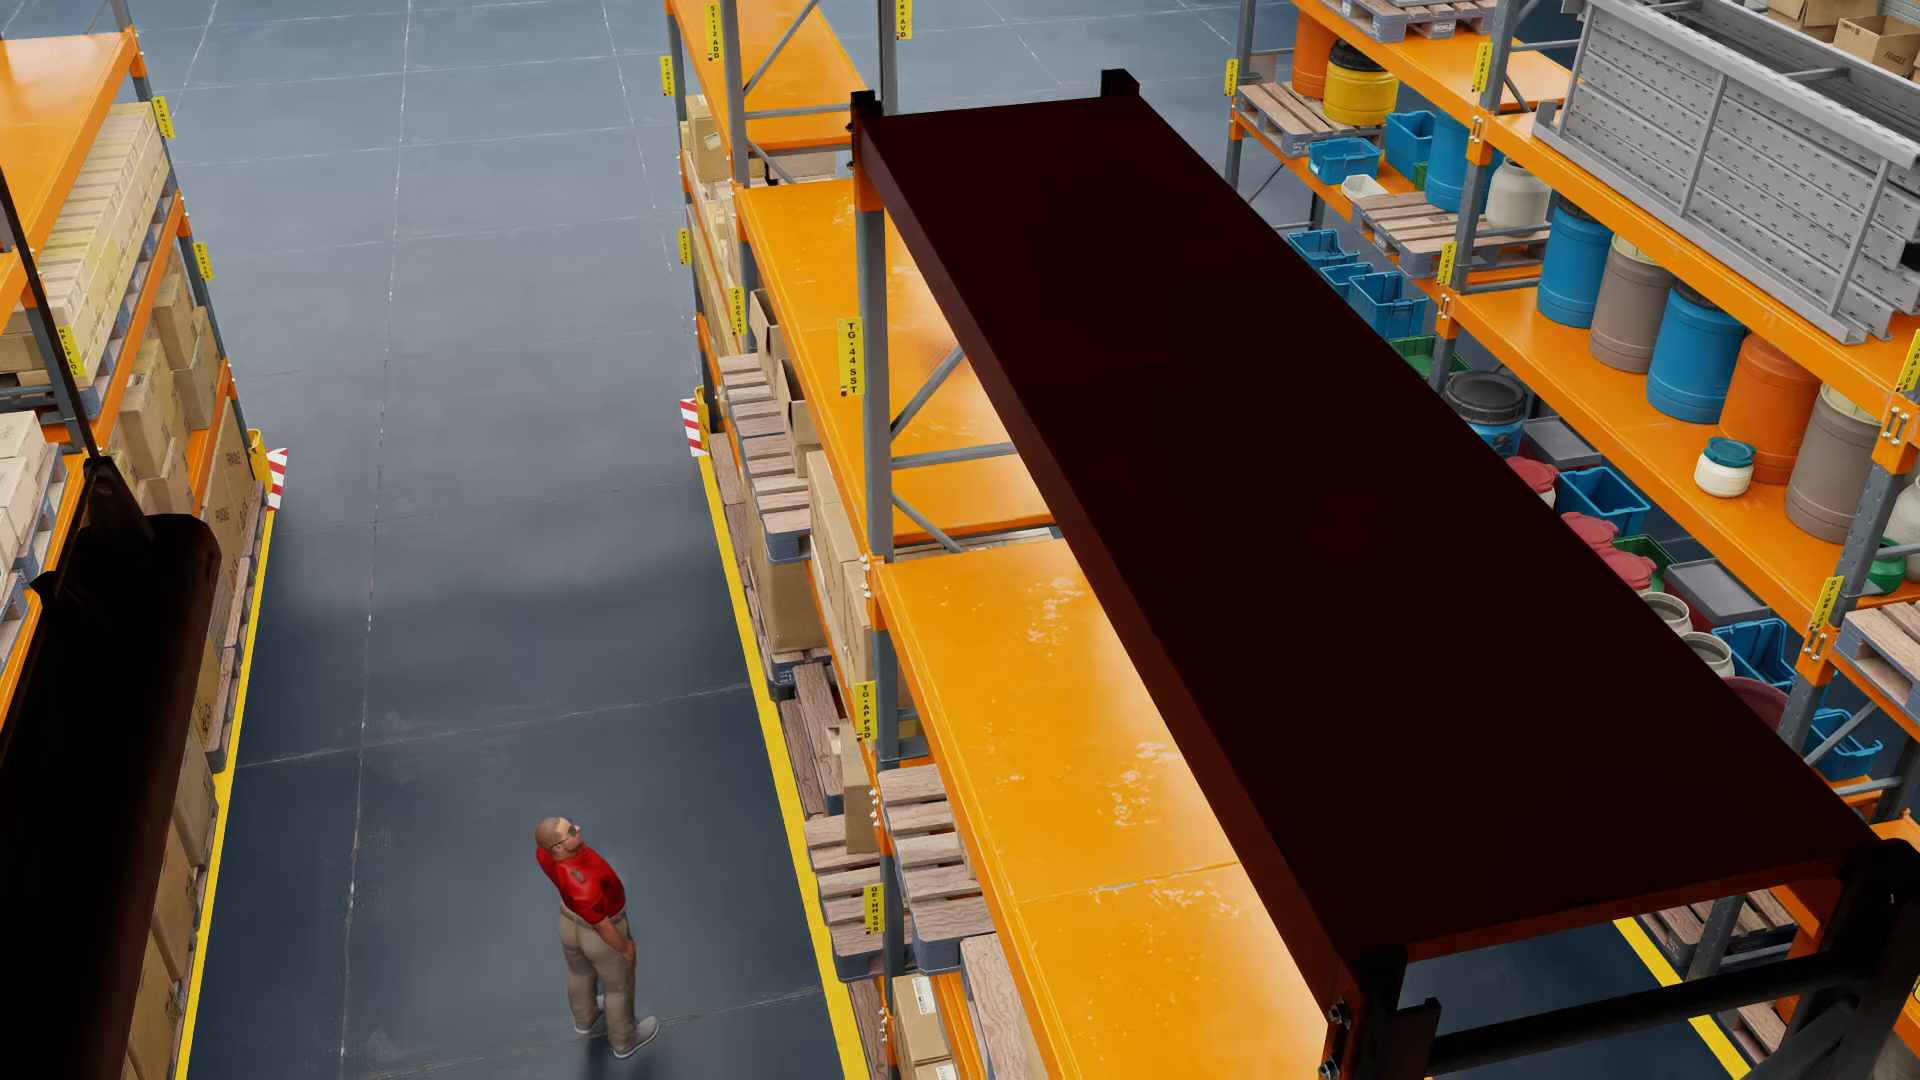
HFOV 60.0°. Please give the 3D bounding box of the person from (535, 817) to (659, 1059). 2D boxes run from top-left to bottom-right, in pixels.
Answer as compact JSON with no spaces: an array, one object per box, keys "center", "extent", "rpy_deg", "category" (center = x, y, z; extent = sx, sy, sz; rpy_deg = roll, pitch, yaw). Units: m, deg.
[{"center":[-2.018,2.177,9.257],"extent":[0.576,1.699,0.457],"rpy_deg":[19,39,26],"category":"person"}]
